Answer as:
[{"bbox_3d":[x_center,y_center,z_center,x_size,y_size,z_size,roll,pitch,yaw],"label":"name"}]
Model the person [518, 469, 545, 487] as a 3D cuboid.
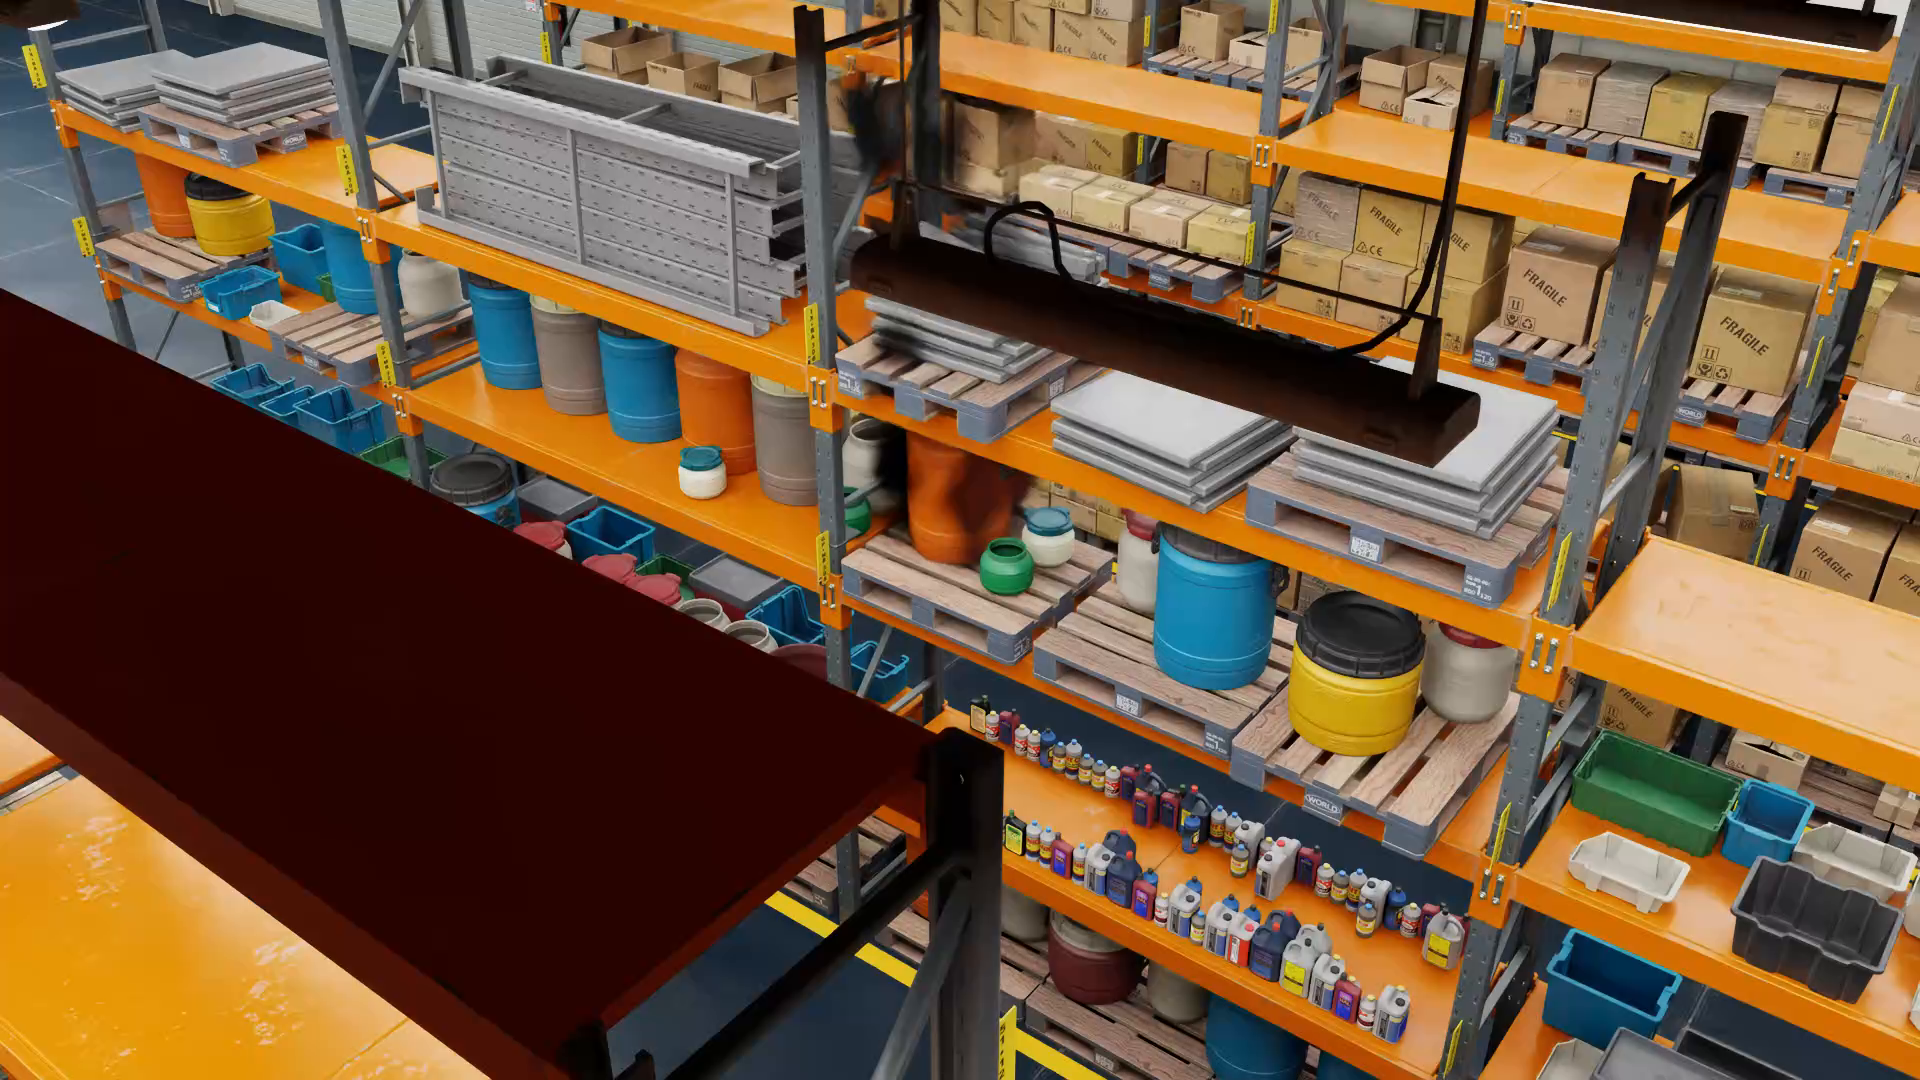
[{"bbox_3d":[-3.682,-0.742,14.904,0.826,1.720,0.594,17,35,26],"label":"person"}]
